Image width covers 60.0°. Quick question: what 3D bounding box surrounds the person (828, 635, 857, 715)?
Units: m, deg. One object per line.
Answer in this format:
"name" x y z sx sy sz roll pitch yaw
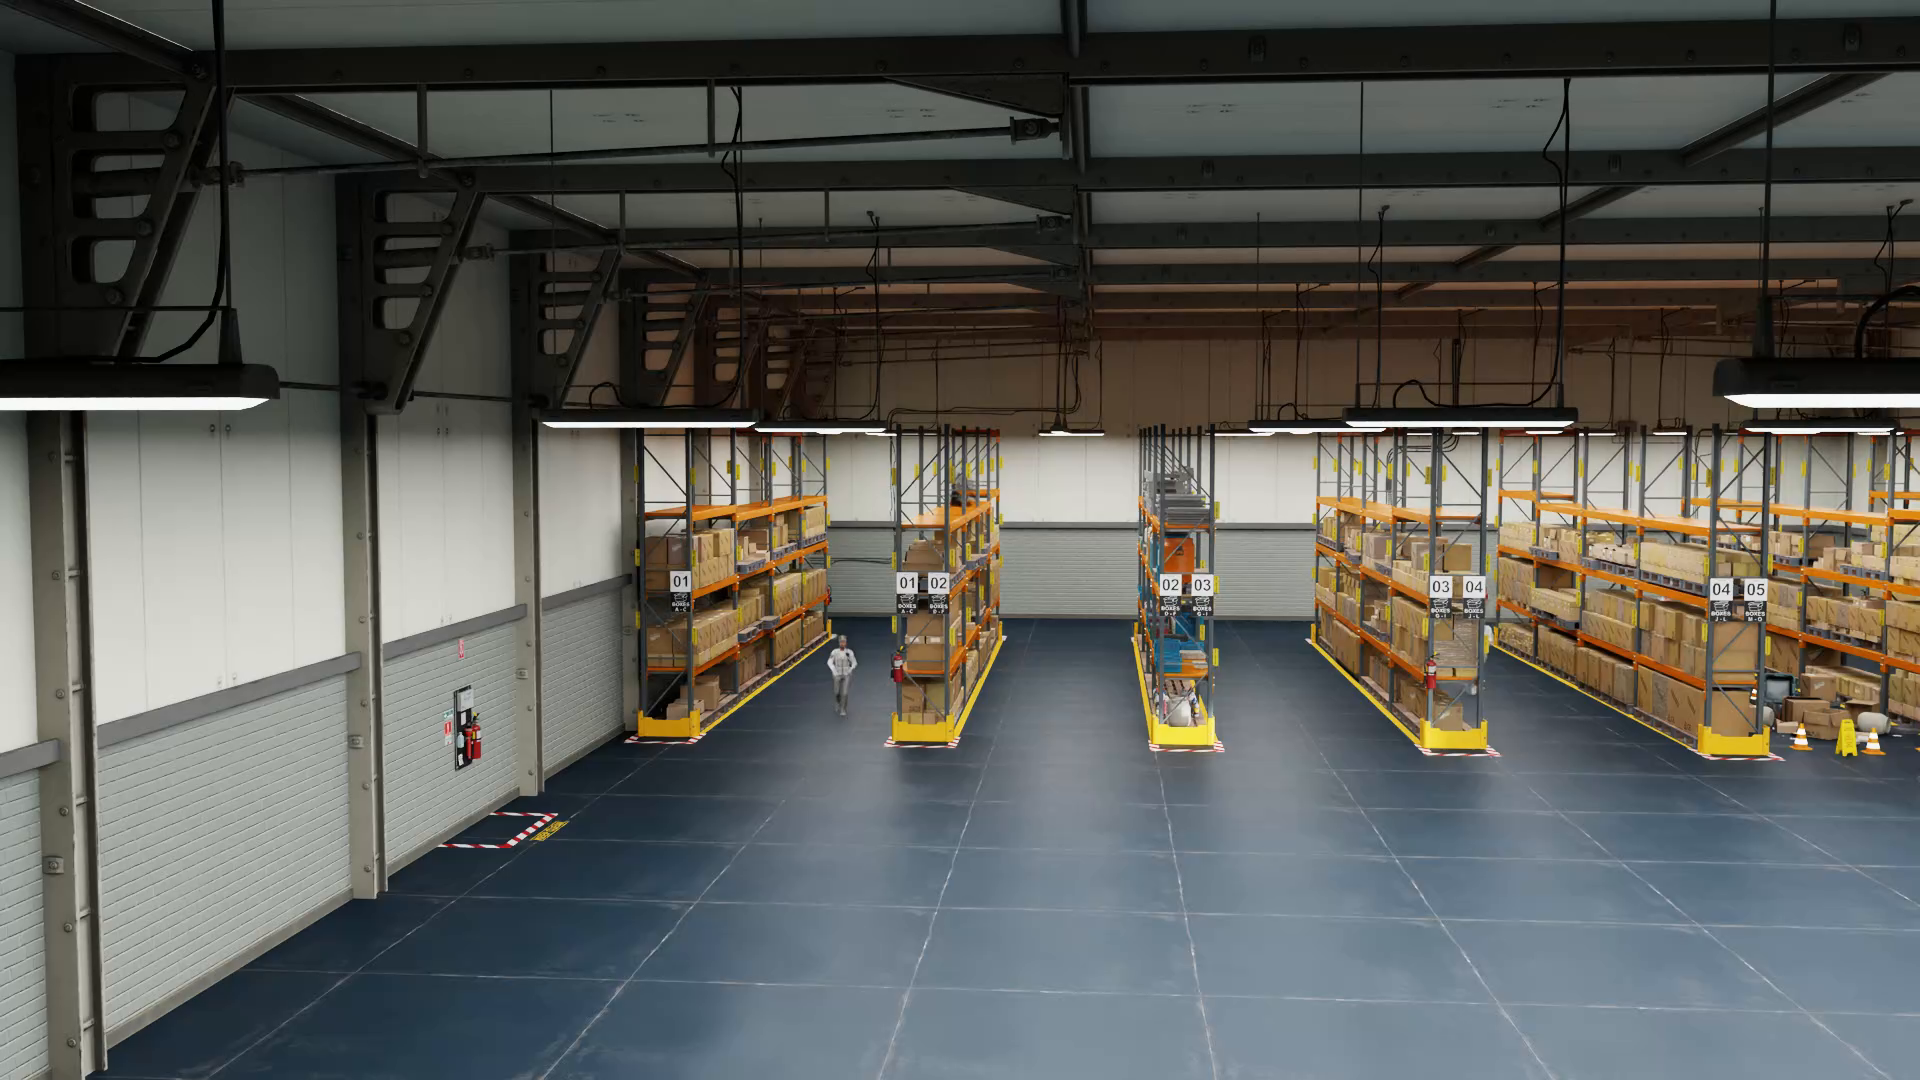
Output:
"person" -2.434 2.798 34.354 0.607 1.654 0.548 0 3 -4

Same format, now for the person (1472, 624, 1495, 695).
"person" 11.677 2.561 37.479 0.688 1.839 0.867 0 3 1

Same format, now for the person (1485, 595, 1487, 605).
"person" 14.589 2.019 47.071 0.810 1.706 0.694 -2 4 -27

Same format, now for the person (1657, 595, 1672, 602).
"person" 20.076 1.973 47.185 0.926 1.789 0.684 1 4 11
